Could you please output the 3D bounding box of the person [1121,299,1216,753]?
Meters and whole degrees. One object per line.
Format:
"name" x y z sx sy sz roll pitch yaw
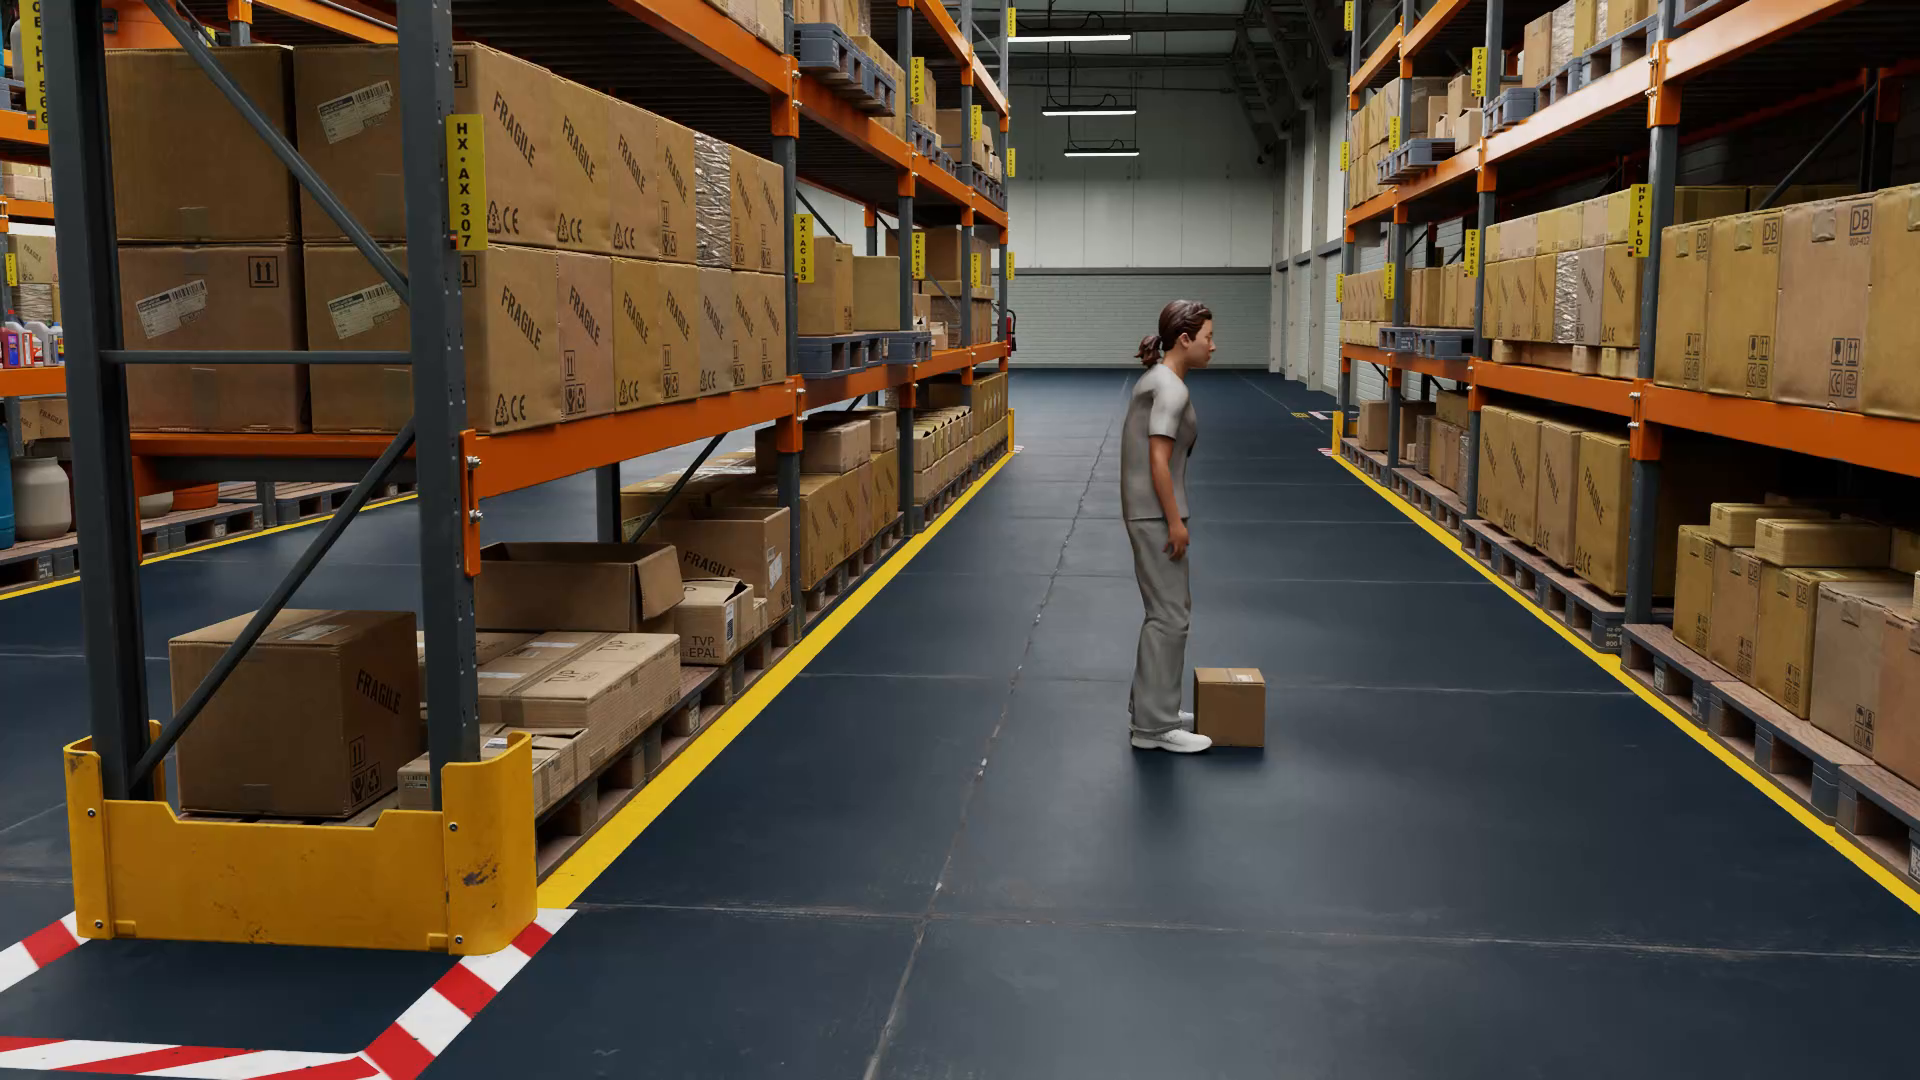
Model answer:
"person" 0.783 -0.067 6.300 0.351 1.672 0.497 1 8 5
